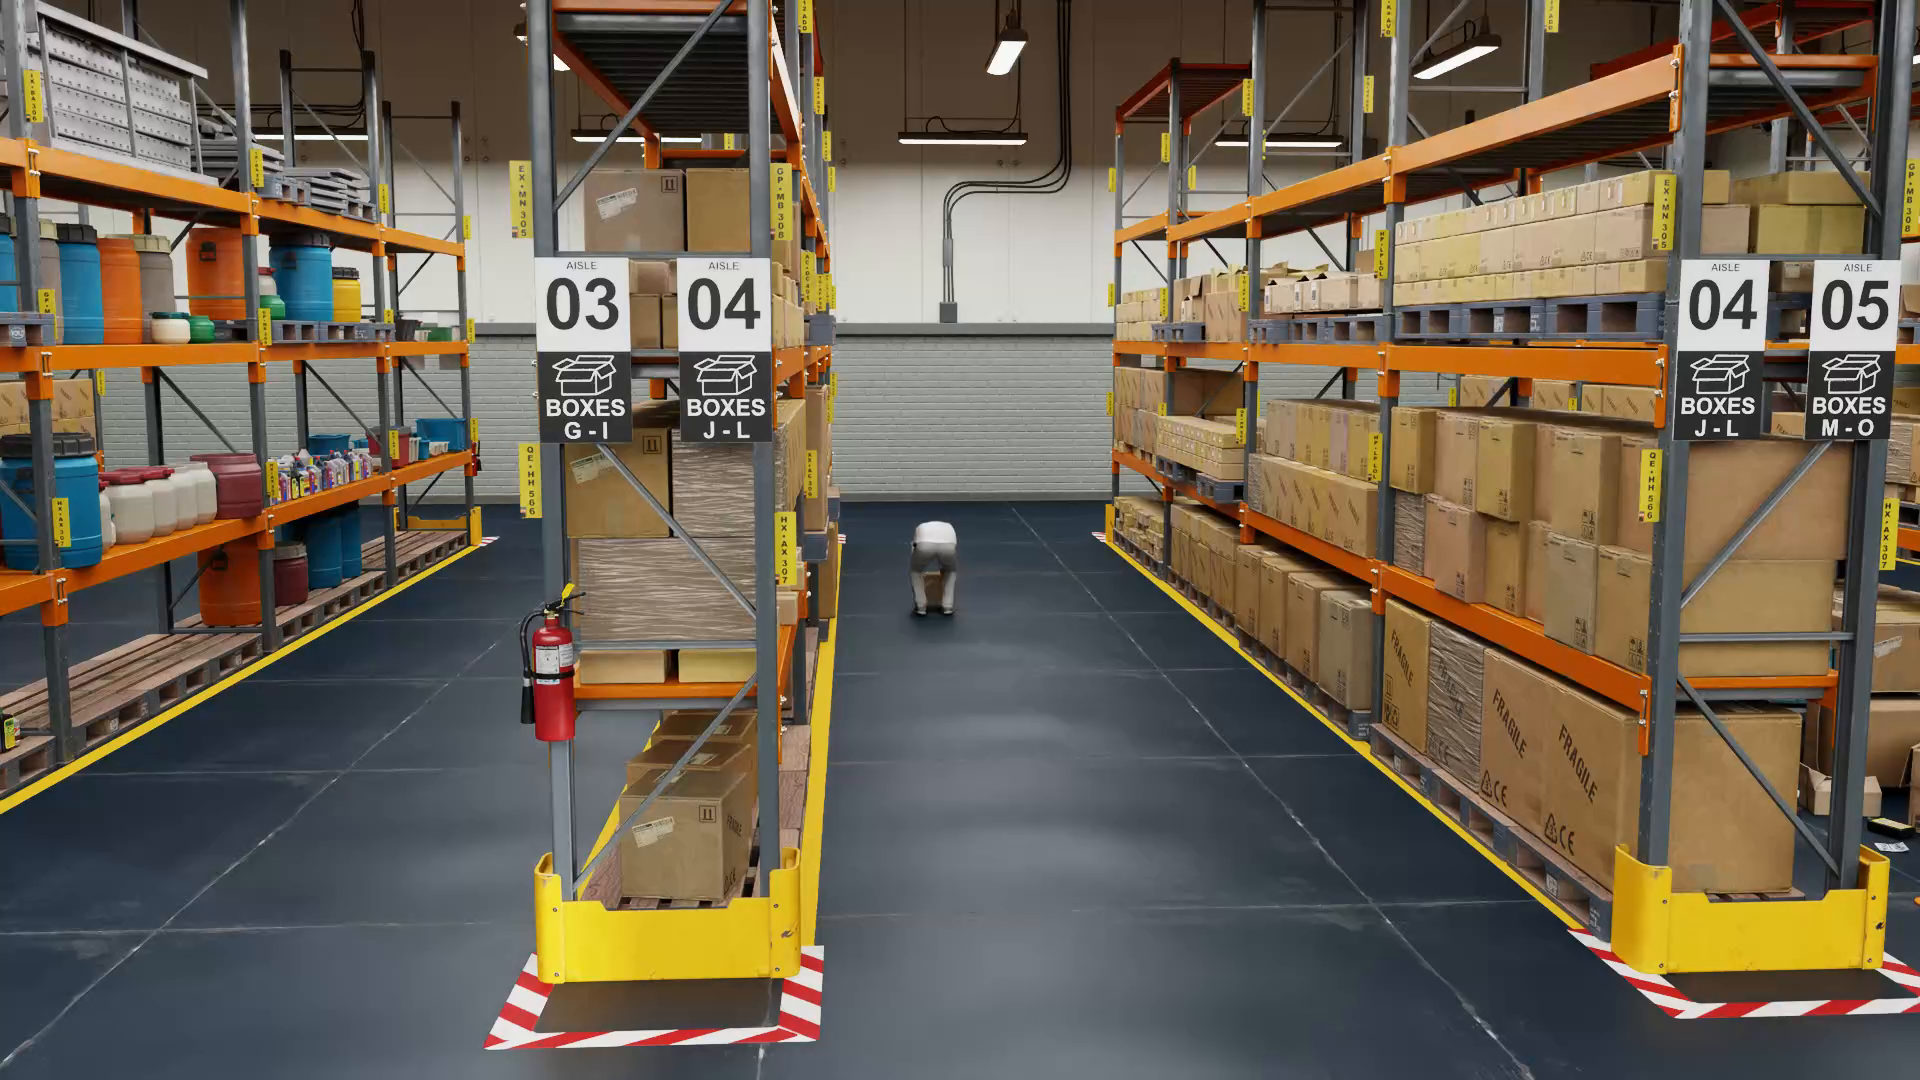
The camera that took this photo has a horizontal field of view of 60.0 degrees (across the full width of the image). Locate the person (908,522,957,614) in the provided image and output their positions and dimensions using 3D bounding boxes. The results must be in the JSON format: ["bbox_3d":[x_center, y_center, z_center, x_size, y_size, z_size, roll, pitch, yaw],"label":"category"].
[{"bbox_3d":[-0.289,0.270,17.428,0.511,0.966,0.940,-1,7,-7],"label":"person"}]
